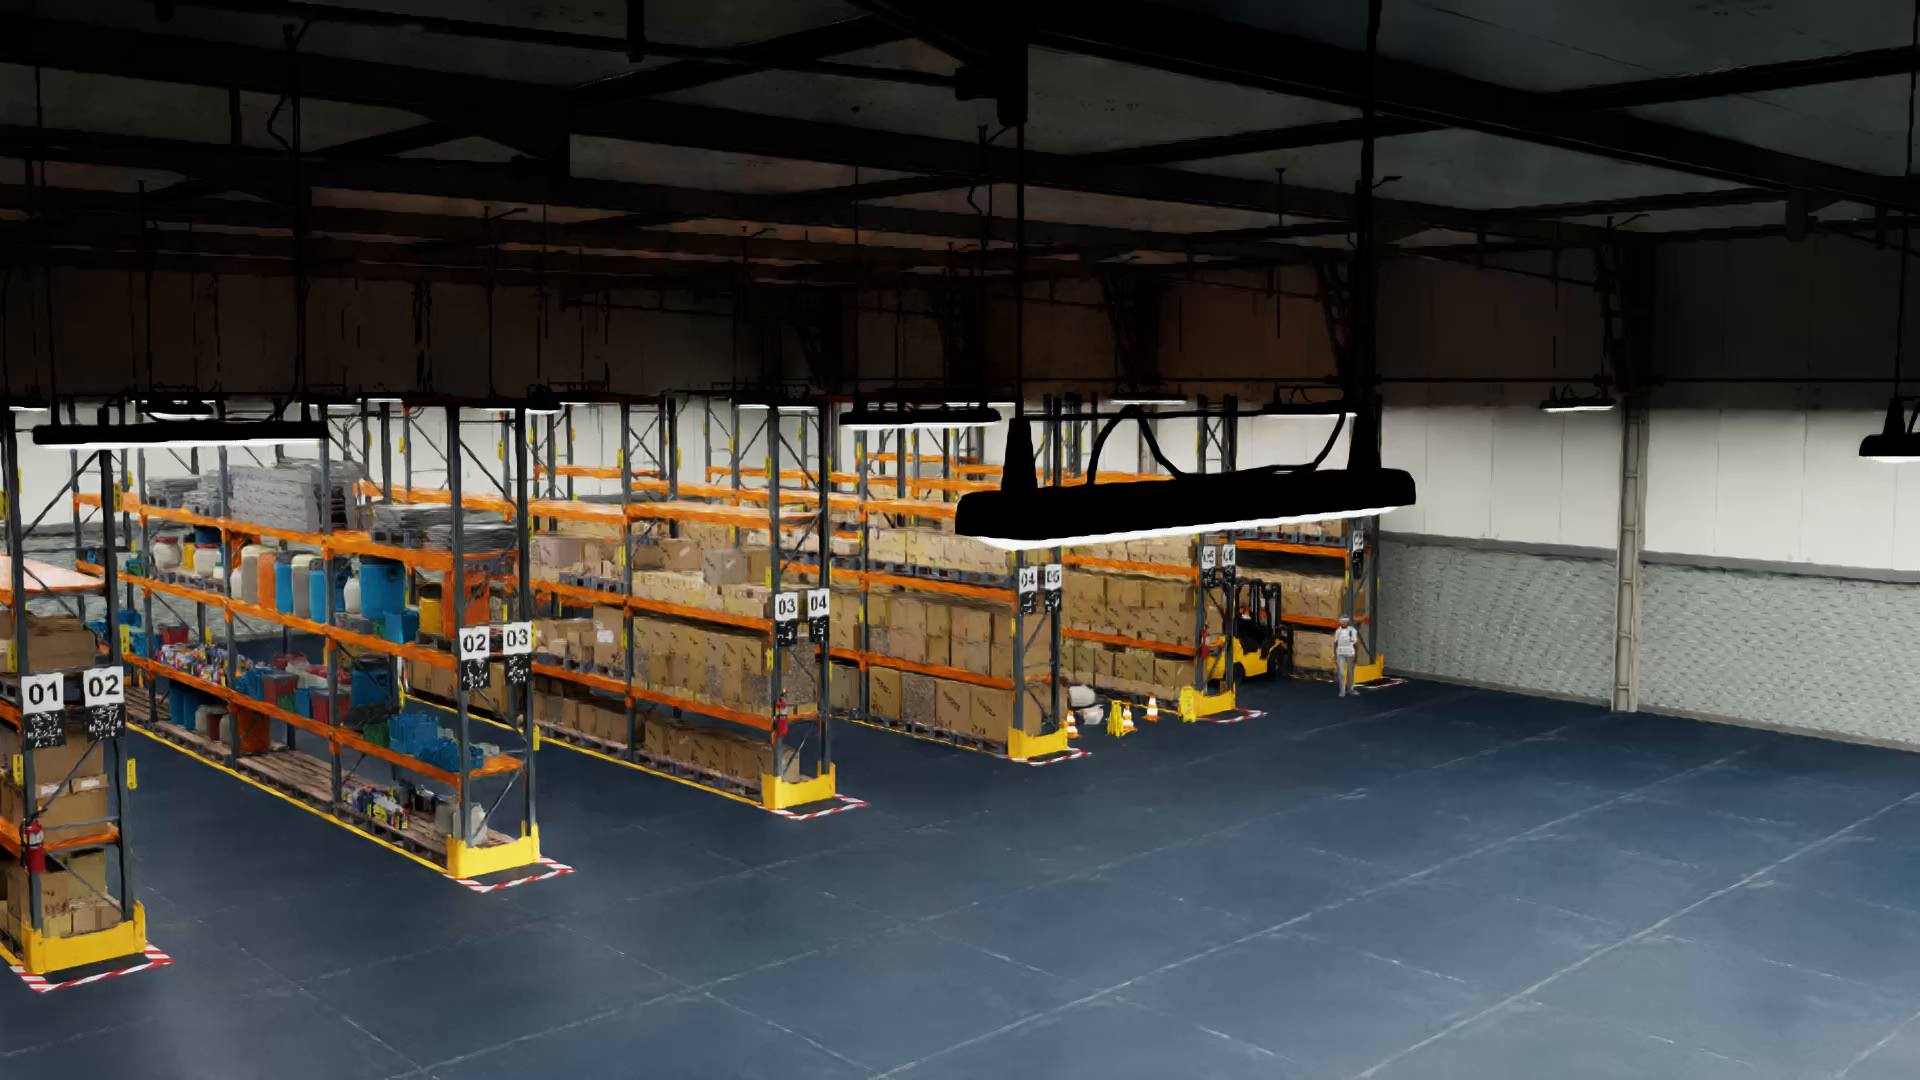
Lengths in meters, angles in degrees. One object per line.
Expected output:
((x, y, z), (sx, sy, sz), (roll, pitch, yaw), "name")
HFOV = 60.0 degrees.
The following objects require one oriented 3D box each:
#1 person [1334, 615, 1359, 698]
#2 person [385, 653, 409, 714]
((7.734, 2.297, 33.249), (0.505, 1.654, 0.598), (1, 6, 14), "person")
((-10.111, 2.622, 29.503), (0.677, 1.742, 0.552), (-5, 8, -44), "person")
